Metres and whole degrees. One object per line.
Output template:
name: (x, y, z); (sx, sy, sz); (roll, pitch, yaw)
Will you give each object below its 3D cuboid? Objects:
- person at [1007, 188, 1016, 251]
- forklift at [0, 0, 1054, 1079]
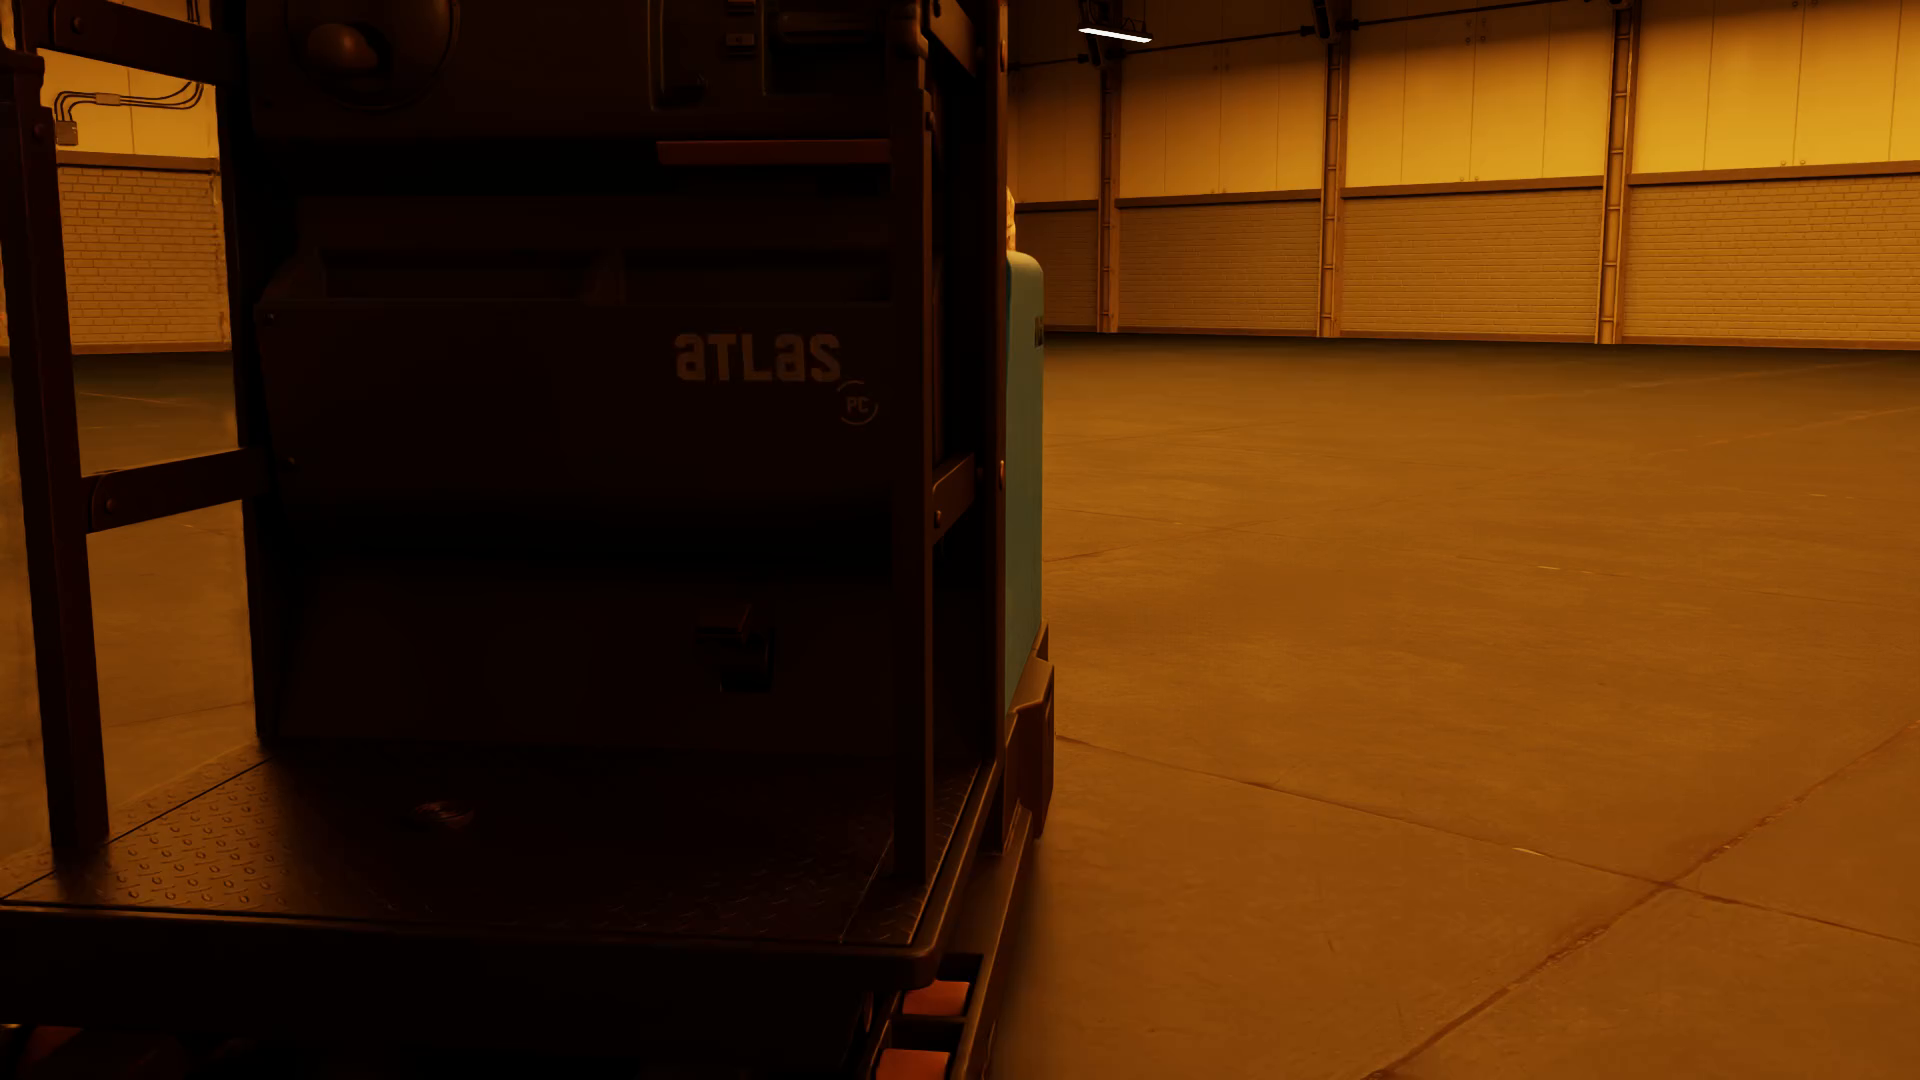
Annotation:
person: (-0.041, -0.855, 6.656); (0.528, 1.697, 0.570); (8, 12, 43)
forklift: (-0.510, -0.770, 1.987); (1.130, 2.935, 3.031); (1, 9, 7)
